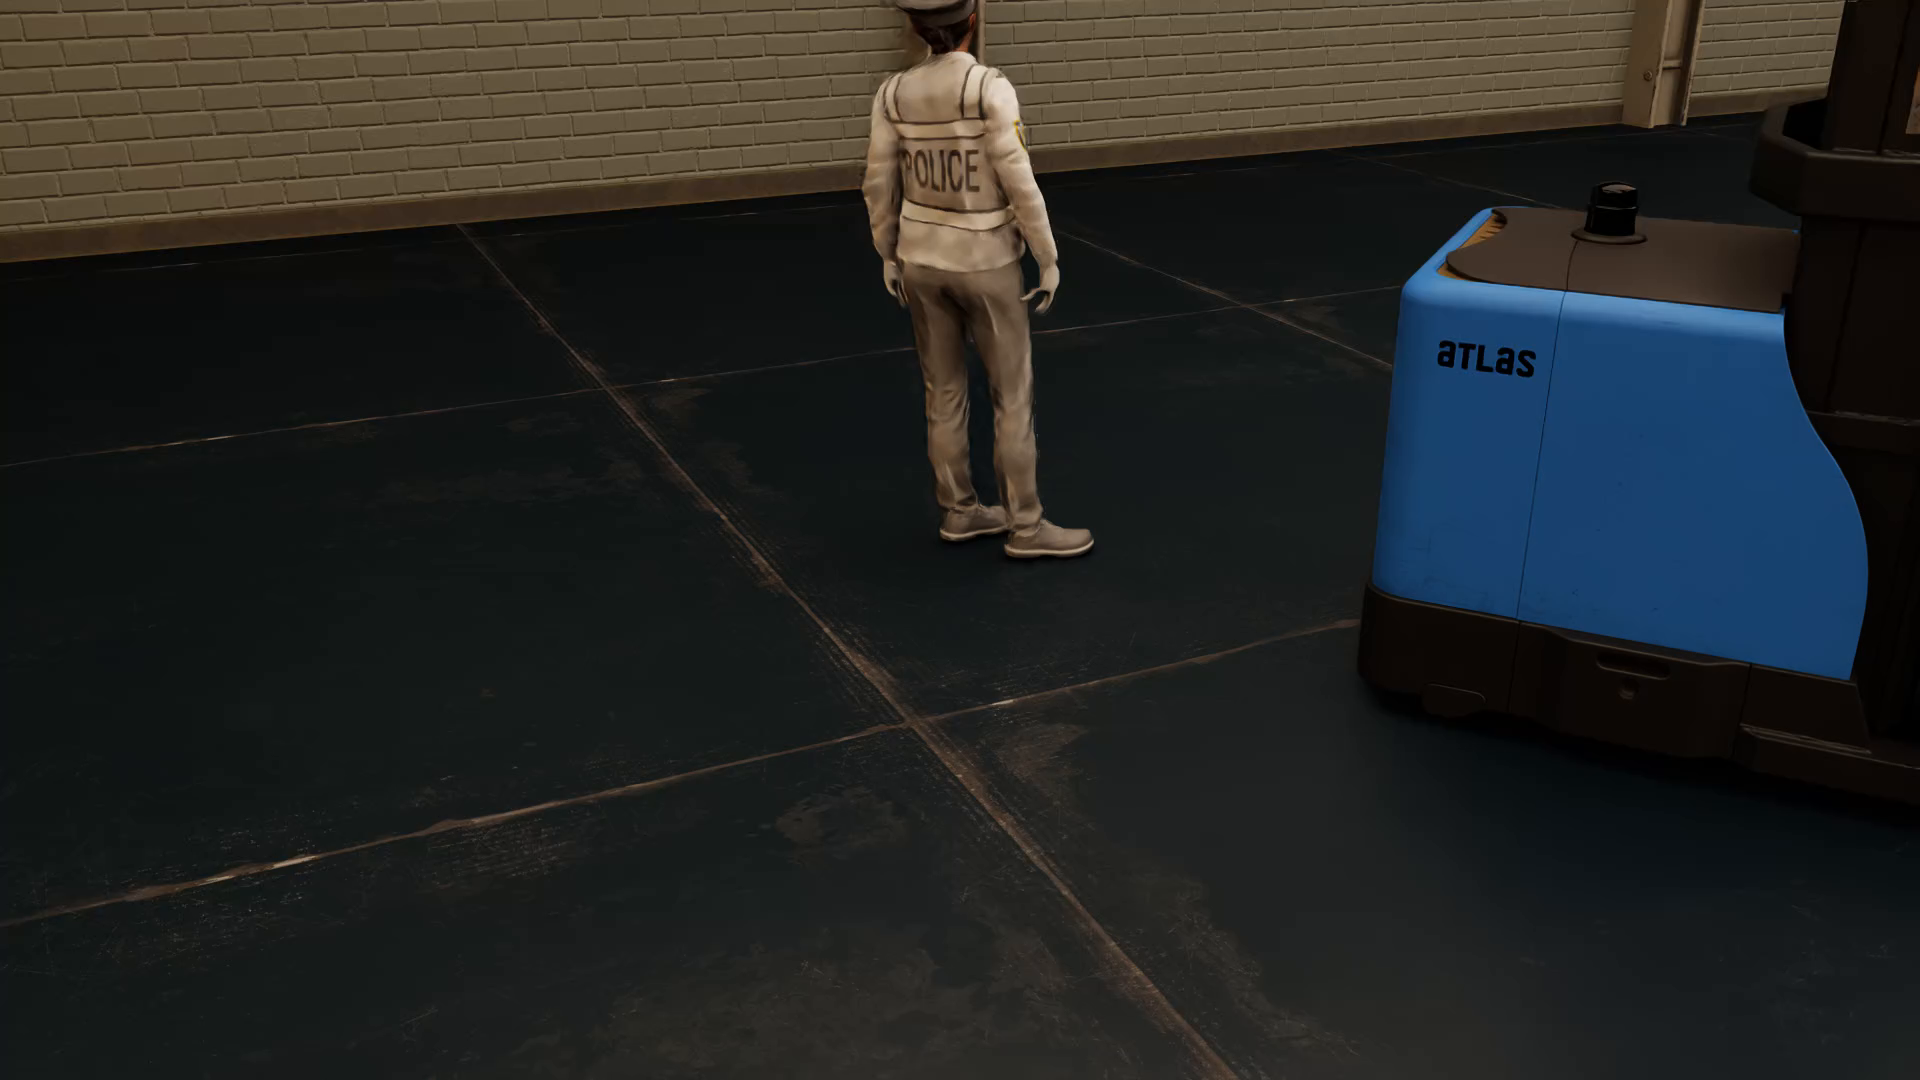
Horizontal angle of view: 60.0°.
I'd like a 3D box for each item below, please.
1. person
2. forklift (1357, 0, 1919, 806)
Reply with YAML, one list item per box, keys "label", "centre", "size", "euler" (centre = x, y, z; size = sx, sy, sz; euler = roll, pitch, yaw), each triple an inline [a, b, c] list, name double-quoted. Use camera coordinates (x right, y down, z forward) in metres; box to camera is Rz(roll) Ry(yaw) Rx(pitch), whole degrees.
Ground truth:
- label: "person"
  centre: [0.051, -0.782, 4.768]
  size: [0.694, 1.696, 0.397]
  euler: [11, 25, 24]
- label: "forklift"
  centre: [2.541, -0.861, 3.358]
  size: [3.031, 2.935, 1.130]
  euler: [11, 25, 24]
